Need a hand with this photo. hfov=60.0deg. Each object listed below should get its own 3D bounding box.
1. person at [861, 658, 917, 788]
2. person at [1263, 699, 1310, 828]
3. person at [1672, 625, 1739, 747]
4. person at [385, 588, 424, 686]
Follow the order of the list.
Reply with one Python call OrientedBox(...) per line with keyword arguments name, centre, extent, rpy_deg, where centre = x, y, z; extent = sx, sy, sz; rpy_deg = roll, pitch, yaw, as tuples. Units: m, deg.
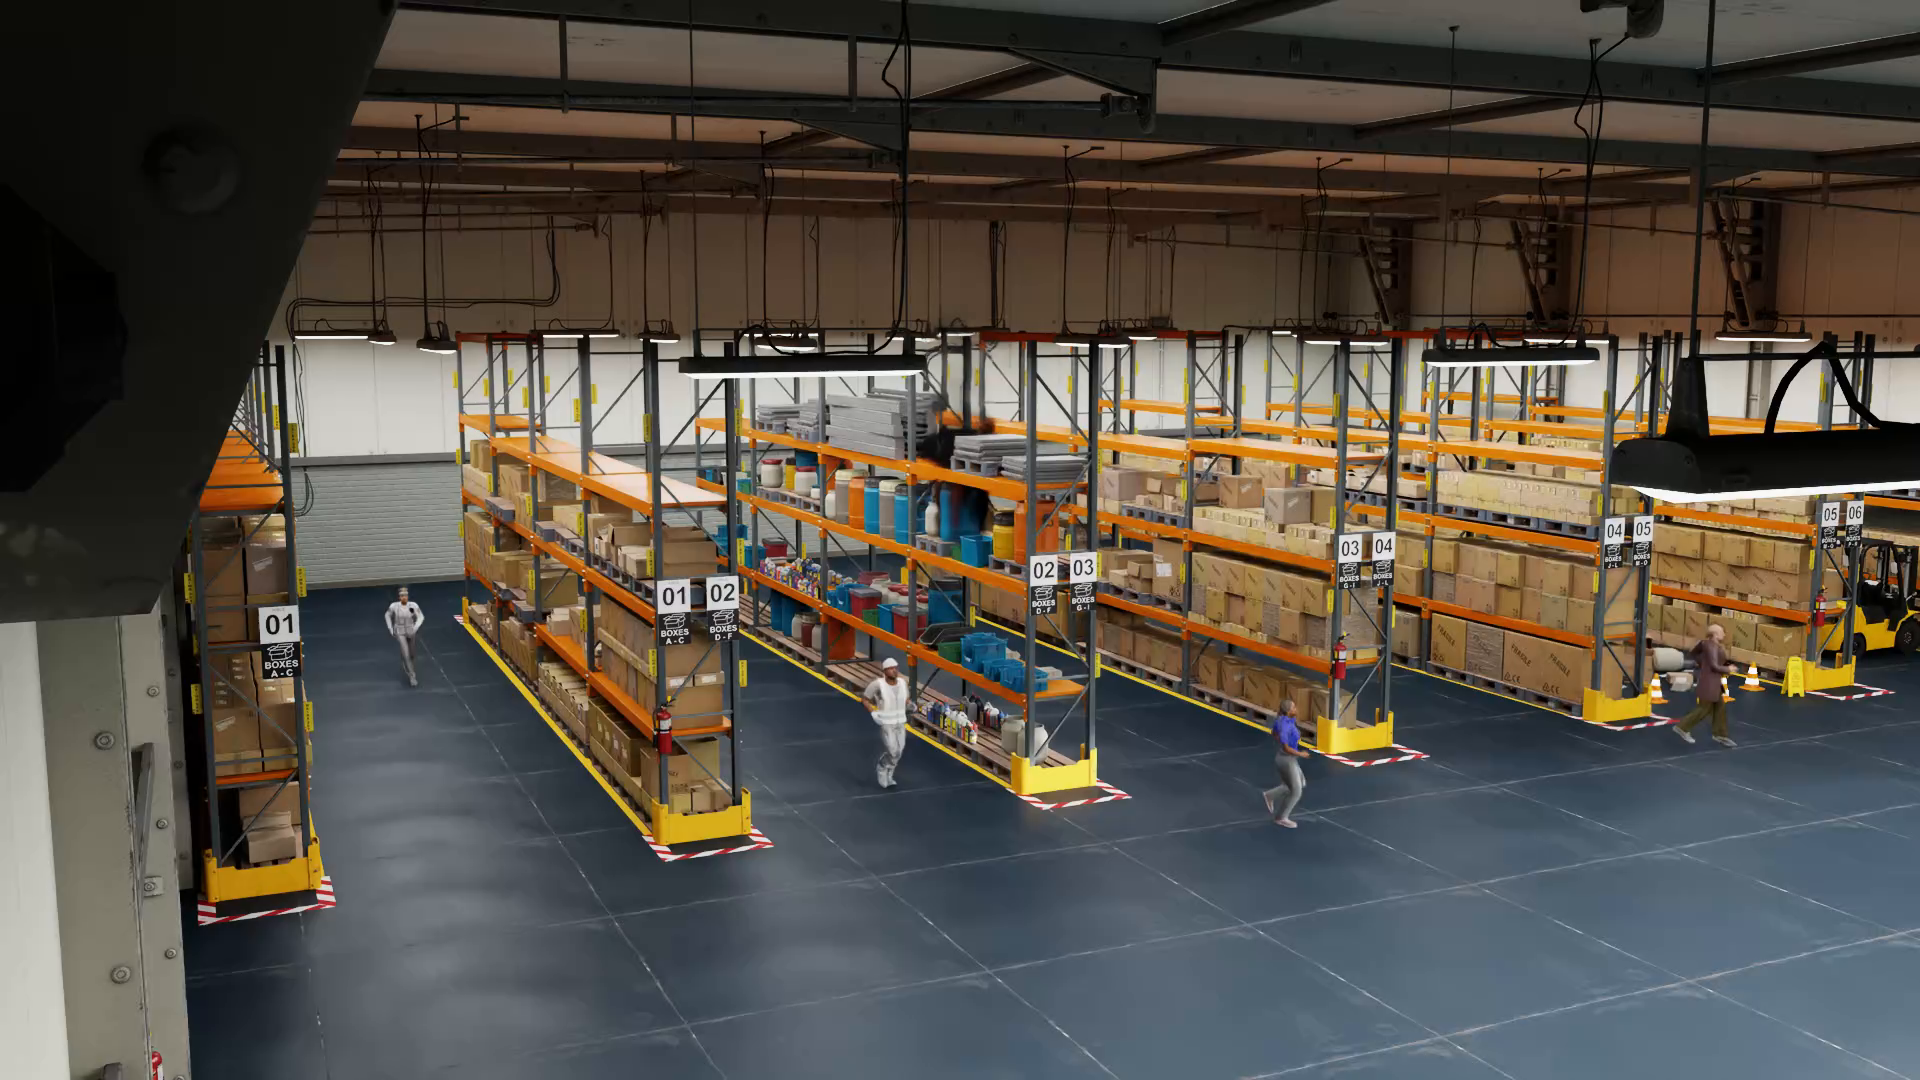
OrientedBox(name="person", centre=(-0.893, 2.461, 22.275), extent=(0.668, 1.749, 0.620), rpy_deg=(-6, 10, -36))
OrientedBox(name="person", centre=(4.064, 2.772, 20.667), extent=(0.528, 1.609, 0.629), rpy_deg=(0, 8, 4))
OrientedBox(name="person", centre=(11.042, 2.149, 24.551), extent=(0.920, 1.830, 0.736), rpy_deg=(3, 8, 19))
OrientedBox(name="person", centre=(-9.628, 1.637, 28.871), extent=(0.640, 1.673, 0.875), rpy_deg=(-4, 8, -25))
